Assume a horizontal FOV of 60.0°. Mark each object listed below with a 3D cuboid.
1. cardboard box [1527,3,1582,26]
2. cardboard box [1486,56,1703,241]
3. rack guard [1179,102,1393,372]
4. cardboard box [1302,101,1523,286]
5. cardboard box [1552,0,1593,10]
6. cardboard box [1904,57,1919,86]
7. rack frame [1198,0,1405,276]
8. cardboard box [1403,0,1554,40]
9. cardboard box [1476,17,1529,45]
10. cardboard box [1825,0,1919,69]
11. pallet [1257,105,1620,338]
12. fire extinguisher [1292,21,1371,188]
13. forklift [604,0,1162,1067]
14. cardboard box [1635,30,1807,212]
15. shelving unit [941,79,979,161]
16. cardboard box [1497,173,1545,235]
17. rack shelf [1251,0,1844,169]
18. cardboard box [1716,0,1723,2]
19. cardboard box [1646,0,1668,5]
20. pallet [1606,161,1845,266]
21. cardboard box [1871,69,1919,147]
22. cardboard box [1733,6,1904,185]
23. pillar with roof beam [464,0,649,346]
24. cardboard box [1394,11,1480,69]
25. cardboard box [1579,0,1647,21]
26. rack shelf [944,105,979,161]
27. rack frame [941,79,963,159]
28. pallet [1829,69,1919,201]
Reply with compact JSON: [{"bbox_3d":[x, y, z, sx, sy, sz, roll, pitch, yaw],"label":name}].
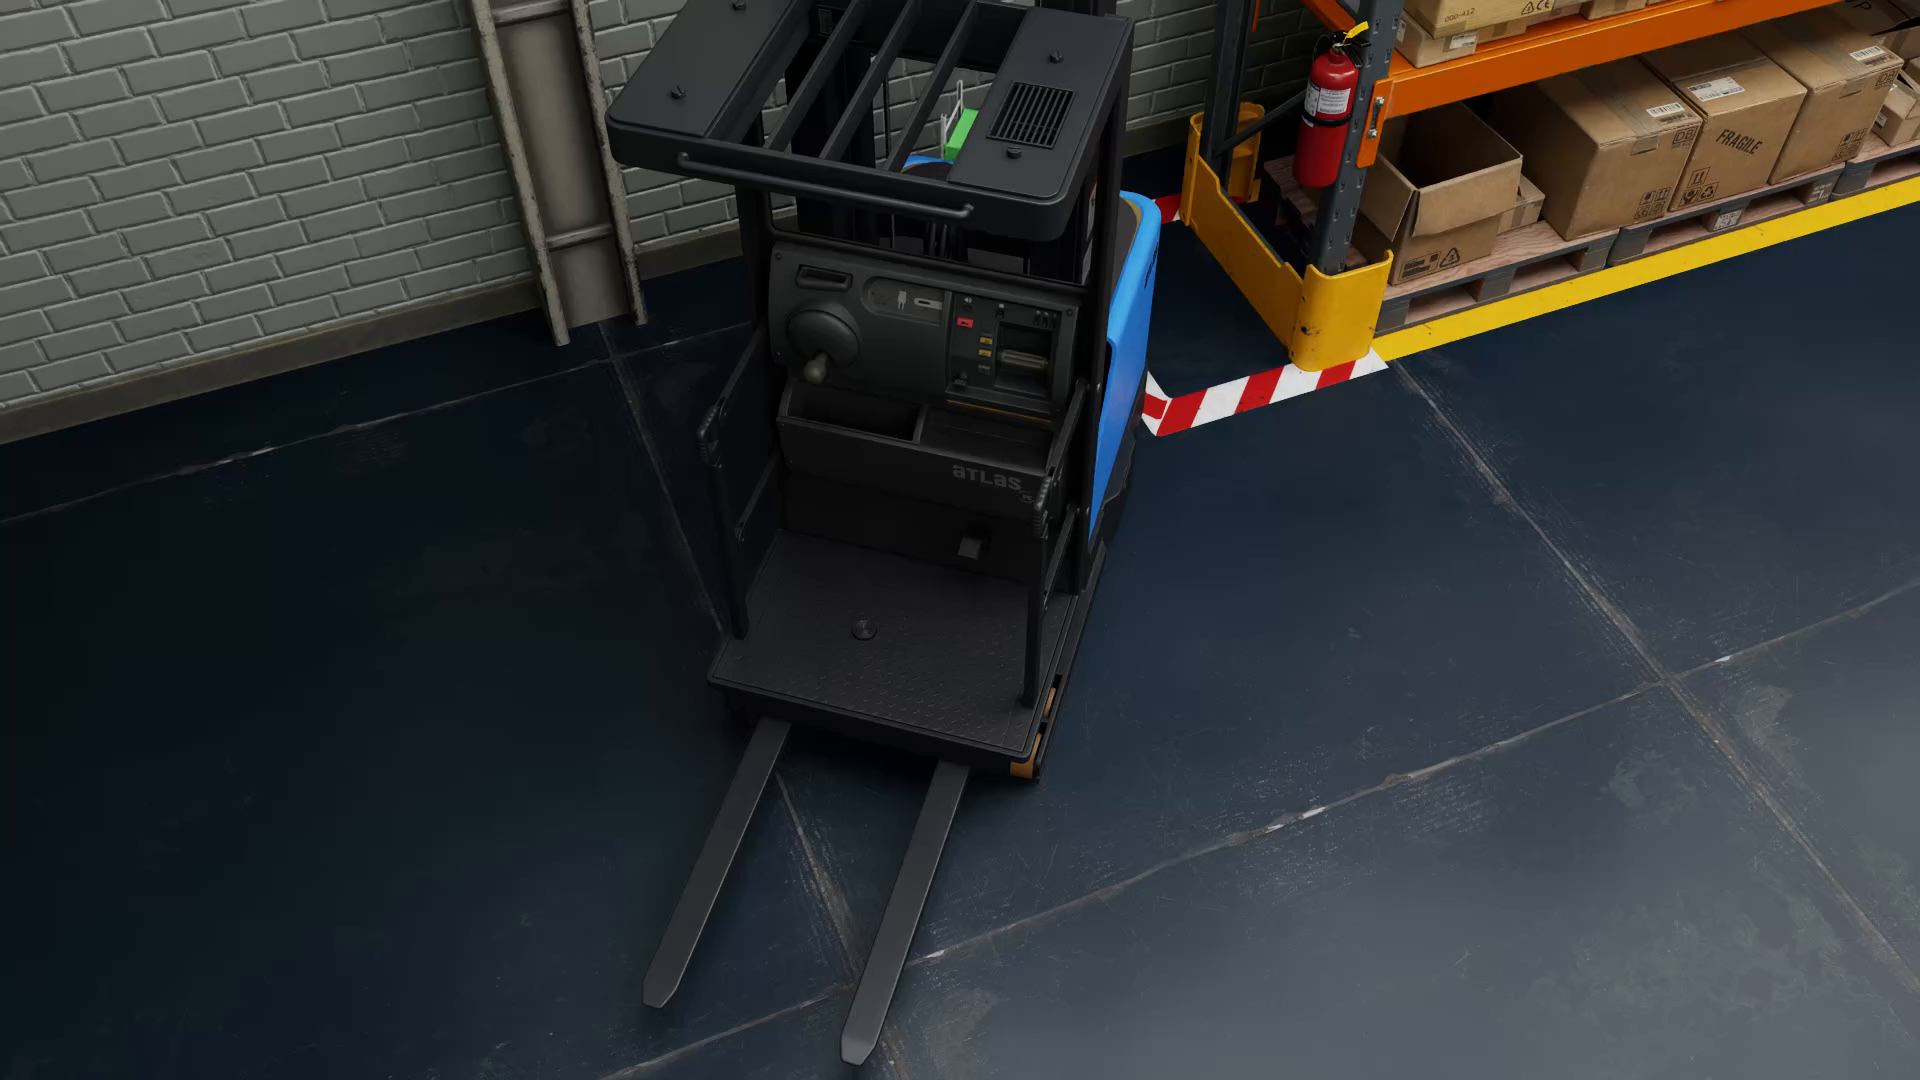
[{"bbox_3d":[2.134,-2.116,6.255,0.250,0.149,0.380,-18,52,-15],"label":"cardboard box"},{"bbox_3d":[2.686,-1.740,7.138,0.500,0.500,0.700,-15,51,-13],"label":"cardboard box"},{"bbox_3d":[1.348,-1.298,7.035,0.348,0.500,1.175,-17,52,-14],"label":"rack guard"},{"bbox_3d":[1.880,-1.523,6.950,0.637,0.503,0.797,-19,52,-16],"label":"cardboard box"},{"bbox_3d":[2.266,-2.225,6.086,0.500,0.250,0.500,-17,51,-14],"label":"cardboard box"},{"bbox_3d":[4.576,-2.080,7.662,0.250,0.149,0.380,-19,52,-15],"label":"cardboard box"},{"bbox_3d":[1.278,-2.091,6.068,0.127,3.000,1.000,-17,52,-14],"label":"rack frame"},{"bbox_3d":[1.800,-2.080,5.962,0.500,0.250,0.500,-17,51,-14],"label":"cardboard box"},{"bbox_3d":[1.904,-2.016,6.170,0.250,0.149,0.380,-16,51,-13],"label":"cardboard box"},{"bbox_3d":[4.280,-2.475,7.894,0.500,0.311,0.500,-16,51,-13],"label":"cardboard box"},{"bbox_3d":[2.086,-1.433,7.342,1.213,0.211,1.003,-17,52,-14],"label":"pallet"},{"bbox_3d":[1.316,-1.577,5.924,0.183,0.674,0.296,-17,52,-14],"label":"fire extinguisher"},{"bbox_3d":[-0.176,-0.500,4.748,1.130,2.935,3.031,13,51,11],"label":"forklift"},{"bbox_3d":[3.213,-1.821,7.208,0.500,0.500,0.500,-16,51,-14],"label":"cardboard box"},{"bbox_3d":[0.206,-1.167,6.462,0.503,1.200,0.258,12,50,10],"label":"shelving unit"},{"bbox_3d":[2.288,-1.502,7.165,0.250,0.149,0.380,-19,52,-16],"label":"cardboard box"},{"bbox_3d":[3.129,-2.430,6.834,4.000,0.370,1.077,-17,52,-14],"label":"rack shelf"},{"bbox_3d":[2.897,-2.245,6.367,0.250,0.149,0.380,-19,52,-15],"label":"cardboard box"},{"bbox_3d":[2.635,-2.225,6.350,0.250,0.149,0.380,-16,51,-14],"label":"cardboard box"},{"bbox_3d":[3.214,-1.780,7.640,1.213,0.211,1.003,-17,52,-14],"label":"pallet"},{"bbox_3d":[4.246,-2.016,7.529,0.258,0.266,0.396,-16,51,-13],"label":"cardboard box"},{"bbox_3d":[3.647,-2.038,7.394,0.500,0.500,0.700,-19,52,-16],"label":"cardboard box"},{"bbox_3d":[0.069,-0.881,1.075,0.400,9.000,9.100,-17,52,-14],"label":"pillar with roof beam"},{"bbox_3d":[1.686,-1.911,6.079,0.250,0.149,0.380,-18,52,-15],"label":"cardboard box"},{"bbox_3d":[2.391,-2.145,6.281,0.250,0.149,0.380,-16,51,-13],"label":"cardboard box"},{"bbox_3d":[0.206,-1.439,6.146,0.480,0.148,0.258,12,50,10],"label":"rack shelf"},{"bbox_3d":[-0.028,-1.218,6.505,0.015,1.200,0.240,12,50,10],"label":"rack frame"},{"bbox_3d":[4.345,-2.133,7.943,1.213,0.211,1.003,-17,52,-14],"label":"pallet"}]
